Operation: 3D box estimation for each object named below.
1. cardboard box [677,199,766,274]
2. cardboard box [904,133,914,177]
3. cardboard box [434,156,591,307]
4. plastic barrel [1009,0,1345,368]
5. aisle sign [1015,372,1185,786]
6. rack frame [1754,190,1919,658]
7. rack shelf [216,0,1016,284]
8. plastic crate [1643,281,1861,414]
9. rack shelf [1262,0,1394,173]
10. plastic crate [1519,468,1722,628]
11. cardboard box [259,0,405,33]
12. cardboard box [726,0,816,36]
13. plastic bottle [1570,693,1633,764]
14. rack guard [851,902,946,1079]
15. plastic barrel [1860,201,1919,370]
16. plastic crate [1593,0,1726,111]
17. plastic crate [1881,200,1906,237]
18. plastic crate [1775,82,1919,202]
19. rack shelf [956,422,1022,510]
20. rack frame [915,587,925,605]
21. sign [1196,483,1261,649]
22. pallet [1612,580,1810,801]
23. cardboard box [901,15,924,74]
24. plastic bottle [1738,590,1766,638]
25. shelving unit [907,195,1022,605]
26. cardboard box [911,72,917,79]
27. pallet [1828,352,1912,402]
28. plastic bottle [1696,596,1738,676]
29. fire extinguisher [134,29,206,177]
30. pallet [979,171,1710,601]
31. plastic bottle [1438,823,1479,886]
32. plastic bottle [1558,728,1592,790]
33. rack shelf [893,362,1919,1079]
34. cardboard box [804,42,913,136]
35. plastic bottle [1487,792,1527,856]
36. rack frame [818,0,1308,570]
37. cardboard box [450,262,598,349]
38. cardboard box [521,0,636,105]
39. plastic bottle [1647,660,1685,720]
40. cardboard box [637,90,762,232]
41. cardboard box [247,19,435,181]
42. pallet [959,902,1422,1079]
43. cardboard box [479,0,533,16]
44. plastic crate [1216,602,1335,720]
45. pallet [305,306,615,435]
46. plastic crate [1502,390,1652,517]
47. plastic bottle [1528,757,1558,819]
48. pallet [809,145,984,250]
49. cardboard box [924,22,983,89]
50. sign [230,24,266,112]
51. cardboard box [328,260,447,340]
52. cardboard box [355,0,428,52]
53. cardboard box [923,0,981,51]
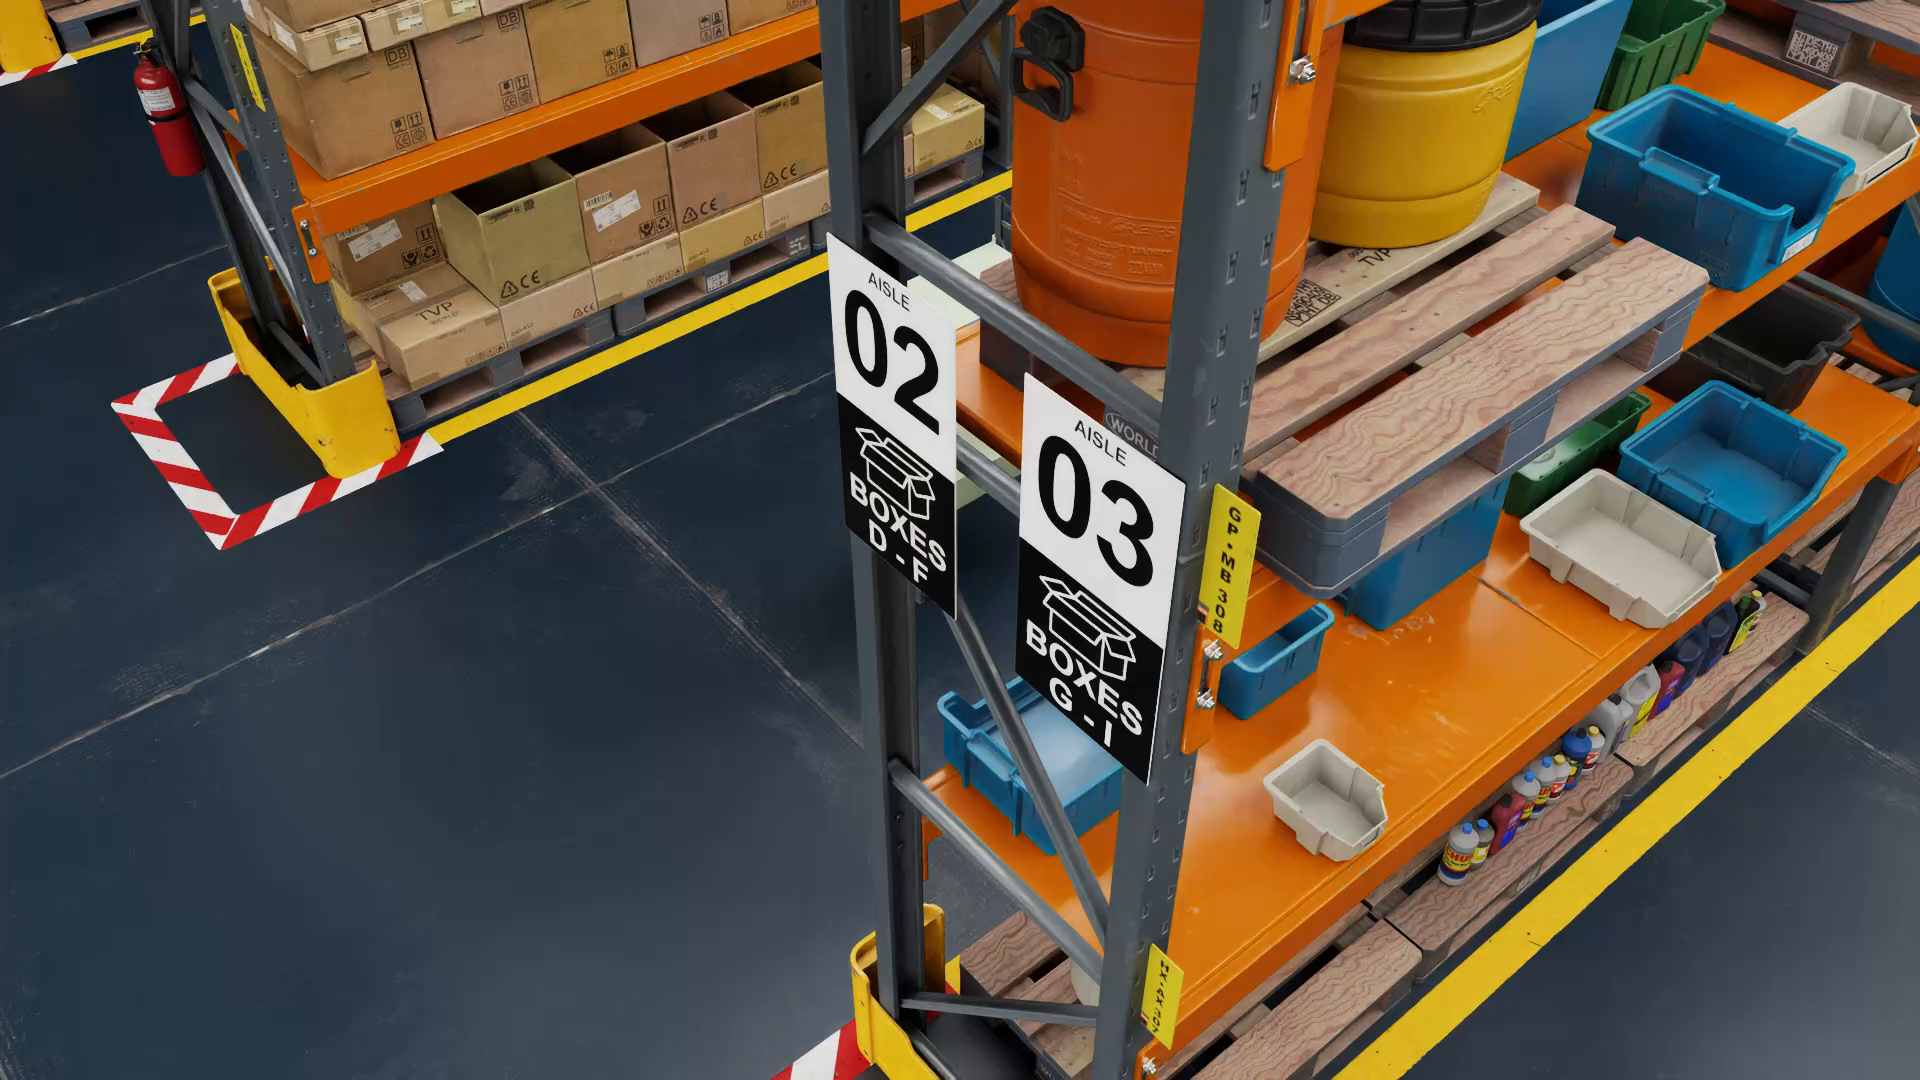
[{"bbox_3d":[-1.359,-1.675,8.598,0.500,0.250,0.500,-30,51,-28],"label":"cardboard box"},{"bbox_3d":[-0.602,-2.122,9.074,0.500,0.250,0.500,-30,51,-28],"label":"cardboard box"},{"bbox_3d":[-2.129,-1.511,7.875,0.500,0.500,0.500,-30,51,-28],"label":"cardboard box"},{"bbox_3d":[0.401,-0.828,3.182,0.708,0.830,0.600,-30,51,-28],"label":"plastic barrel"},{"bbox_3d":[0.243,0.093,3.114,0.004,0.787,0.394,-30,51,-28],"label":"aisle sign"},{"bbox_3d":[3.178,-0.901,6.072,0.127,3.000,1.000,-30,51,-28],"label":"rack frame"},{"bbox_3d":[-1.531,-2.363,8.155,4.000,0.370,1.077,-30,51,-28],"label":"rack shelf"},{"bbox_3d":[2.695,-0.716,5.920,0.504,0.338,0.767,-30,51,-28],"label":"plastic crate"},{"bbox_3d":[1.644,-1.802,3.466,4.000,0.370,1.077,-30,51,-28],"label":"rack shelf"},{"bbox_3d":[2.095,0.041,5.262,0.437,0.136,0.530,-30,51,-28],"label":"plastic crate"},{"bbox_3d":[-2.658,-2.478,6.731,0.500,0.500,0.700,-30,51,-28],"label":"cardboard box"},{"bbox_3d":[-1.121,-2.889,8.116,0.500,0.500,0.700,-29,50,-27],"label":"cardboard box"},{"bbox_3d":[2.347,0.661,6.077,0.135,0.276,0.152,-29,50,-27],"label":"plastic bottle"},{"bbox_3d":[0.138,1.709,5.119,0.348,0.500,1.175,-30,51,-28],"label":"rack guard"},{"bbox_3d":[3.669,-1.095,5.912,0.708,0.901,0.600,-30,51,-28],"label":"plastic barrel"},{"bbox_3d":[1.793,-1.368,4.532,0.450,0.188,0.336,-30,51,-28],"label":"plastic crate"},{"bbox_3d":[3.825,-1.543,6.768,0.575,0.384,0.392,-30,51,-28],"label":"plastic crate"},{"bbox_3d":[2.207,-0.981,4.159,0.396,0.136,0.243,-30,51,-28],"label":"plastic crate"},{"bbox_3d":[-0.005,-0.306,7.010,0.720,0.370,0.431,-30,51,-28],"label":"rack shelf"},{"bbox_3d":[-0.286,-0.383,6.616,0.023,1.500,0.400,-30,51,-28],"label":"rack frame"},{"bbox_3d":[0.460,0.050,2.862,0.005,0.325,0.100,-30,51,-28],"label":"sign"},{"bbox_3d":[2.637,0.388,6.736,1.213,0.211,1.003,-30,51,-28],"label":"pallet"},{"bbox_3d":[-0.553,-2.889,9.343,0.500,0.500,0.500,-30,51,-28],"label":"cardboard box"},{"bbox_3d":[3.100,0.281,6.536,0.097,0.201,0.097,0,43,0],"label":"plastic bottle"},{"bbox_3d":[-0.005,-0.544,6.787,0.755,1.500,0.431,-30,51,-28],"label":"shelving unit"},{"bbox_3d":[-0.547,-2.610,9.594,0.500,0.250,0.500,-30,51,-28],"label":"cardboard box"},{"bbox_3d":[4.692,-0.789,7.990,1.213,0.211,1.003,-30,51,-28],"label":"pallet"},{"bbox_3d":[2.869,0.338,6.366,0.185,0.351,0.144,-31,51,-29],"label":"plastic bottle"},{"bbox_3d":[-3.454,-1.911,7.204,0.183,0.674,0.296,-30,51,-28],"label":"fire extinguisher"},{"bbox_3d":[0.808,-0.481,3.572,1.213,0.211,1.003,-30,51,-28],"label":"pallet"},{"bbox_3d":[1.701,1.057,5.659,0.097,0.271,0.097,0,43,0],"label":"plastic bottle"},{"bbox_3d":[2.196,0.773,5.961,0.097,0.271,0.097,0,43,0],"label":"plastic bottle"},{"bbox_3d":[1.644,0.239,5.383,4.000,0.370,1.077,-30,51,-28],"label":"rack shelf"},{"bbox_3d":[-0.603,-2.396,8.818,0.500,0.500,0.500,-30,51,-28],"label":"cardboard box"},{"bbox_3d":[1.886,0.963,5.750,0.133,0.283,0.061,-29,50,-27],"label":"plastic bottle"},{"bbox_3d":[0.110,-1.331,2.148,0.127,3.000,1.000,-30,51,-28],"label":"rack frame"},{"bbox_3d":[-2.130,-1.238,8.133,0.500,0.250,0.500,-30,51,-28],"label":"cardboard box"},{"bbox_3d":[-1.914,-2.430,7.627,0.500,0.500,0.700,-29,51,-28],"label":"cardboard box"},{"bbox_3d":[2.624,0.540,6.200,0.133,0.283,0.061,-26,49,-25],"label":"plastic bottle"},{"bbox_3d":[-1.359,-1.948,8.340,0.500,0.500,0.500,-30,51,-28],"label":"cardboard box"},{"bbox_3d":[-2.699,-1.982,7.150,0.500,0.500,0.700,-30,51,-28],"label":"cardboard box"},{"bbox_3d":[0.765,1.460,5.595,1.213,0.211,1.003,-30,51,-28],"label":"pallet"},{"bbox_3d":[-2.038,-2.415,7.137,0.250,0.149,0.380,-31,51,-28],"label":"cardboard box"},{"bbox_3d":[0.804,0.250,4.954,0.408,0.251,0.499,-30,51,-28],"label":"plastic crate"},{"bbox_3d":[-2.505,-1.089,8.309,1.213,0.211,1.003,-30,51,-28],"label":"pallet"},{"bbox_3d":[1.956,-0.376,5.668,0.662,0.188,0.450,-30,51,-28],"label":"plastic crate"},{"bbox_3d":[2.041,0.862,5.866,0.097,0.271,0.097,0,43,0],"label":"plastic bottle"},{"bbox_3d":[-0.634,-2.160,9.450,1.213,0.211,1.003,-30,51,-28],"label":"pallet"},{"bbox_3d":[0.135,-2.989,9.997,0.500,0.250,0.500,-30,51,-28],"label":"cardboard box"},{"bbox_3d":[-2.713,-1.798,6.336,0.005,0.325,0.100,-30,51,-28],"label":"sign"},{"bbox_3d":[-2.843,-1.289,8.187,0.500,0.250,0.500,-30,51,-28],"label":"cardboard box"},{"bbox_3d":[-2.425,-2.197,6.905,0.250,0.149,0.380,-31,51,-29],"label":"cardboard box"},{"bbox_3d":[0.130,-3.188,9.799,0.500,0.311,0.500,-30,51,-28],"label":"cardboard box"}]
